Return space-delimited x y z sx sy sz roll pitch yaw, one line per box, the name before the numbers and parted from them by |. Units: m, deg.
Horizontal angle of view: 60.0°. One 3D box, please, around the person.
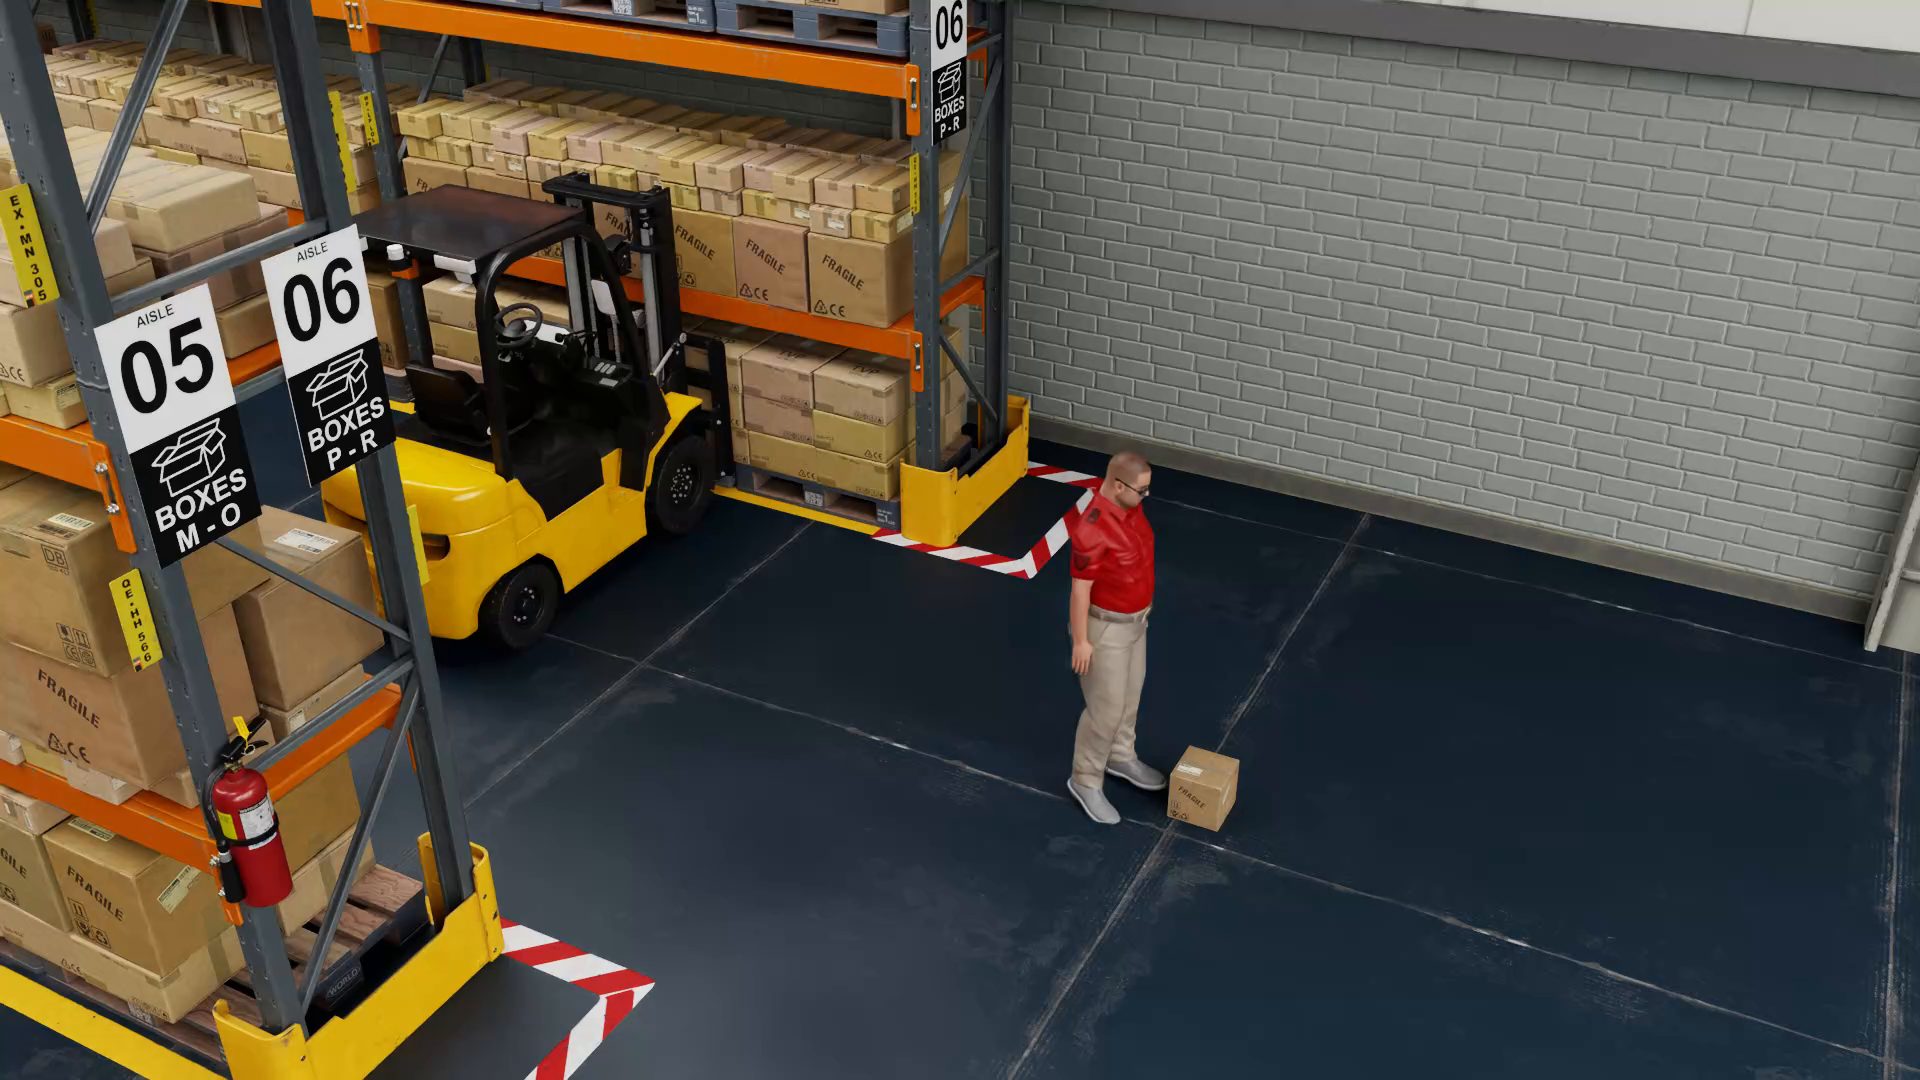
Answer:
person | 0.747 0.434 7.573 0.477 1.783 0.605 14 33 23
